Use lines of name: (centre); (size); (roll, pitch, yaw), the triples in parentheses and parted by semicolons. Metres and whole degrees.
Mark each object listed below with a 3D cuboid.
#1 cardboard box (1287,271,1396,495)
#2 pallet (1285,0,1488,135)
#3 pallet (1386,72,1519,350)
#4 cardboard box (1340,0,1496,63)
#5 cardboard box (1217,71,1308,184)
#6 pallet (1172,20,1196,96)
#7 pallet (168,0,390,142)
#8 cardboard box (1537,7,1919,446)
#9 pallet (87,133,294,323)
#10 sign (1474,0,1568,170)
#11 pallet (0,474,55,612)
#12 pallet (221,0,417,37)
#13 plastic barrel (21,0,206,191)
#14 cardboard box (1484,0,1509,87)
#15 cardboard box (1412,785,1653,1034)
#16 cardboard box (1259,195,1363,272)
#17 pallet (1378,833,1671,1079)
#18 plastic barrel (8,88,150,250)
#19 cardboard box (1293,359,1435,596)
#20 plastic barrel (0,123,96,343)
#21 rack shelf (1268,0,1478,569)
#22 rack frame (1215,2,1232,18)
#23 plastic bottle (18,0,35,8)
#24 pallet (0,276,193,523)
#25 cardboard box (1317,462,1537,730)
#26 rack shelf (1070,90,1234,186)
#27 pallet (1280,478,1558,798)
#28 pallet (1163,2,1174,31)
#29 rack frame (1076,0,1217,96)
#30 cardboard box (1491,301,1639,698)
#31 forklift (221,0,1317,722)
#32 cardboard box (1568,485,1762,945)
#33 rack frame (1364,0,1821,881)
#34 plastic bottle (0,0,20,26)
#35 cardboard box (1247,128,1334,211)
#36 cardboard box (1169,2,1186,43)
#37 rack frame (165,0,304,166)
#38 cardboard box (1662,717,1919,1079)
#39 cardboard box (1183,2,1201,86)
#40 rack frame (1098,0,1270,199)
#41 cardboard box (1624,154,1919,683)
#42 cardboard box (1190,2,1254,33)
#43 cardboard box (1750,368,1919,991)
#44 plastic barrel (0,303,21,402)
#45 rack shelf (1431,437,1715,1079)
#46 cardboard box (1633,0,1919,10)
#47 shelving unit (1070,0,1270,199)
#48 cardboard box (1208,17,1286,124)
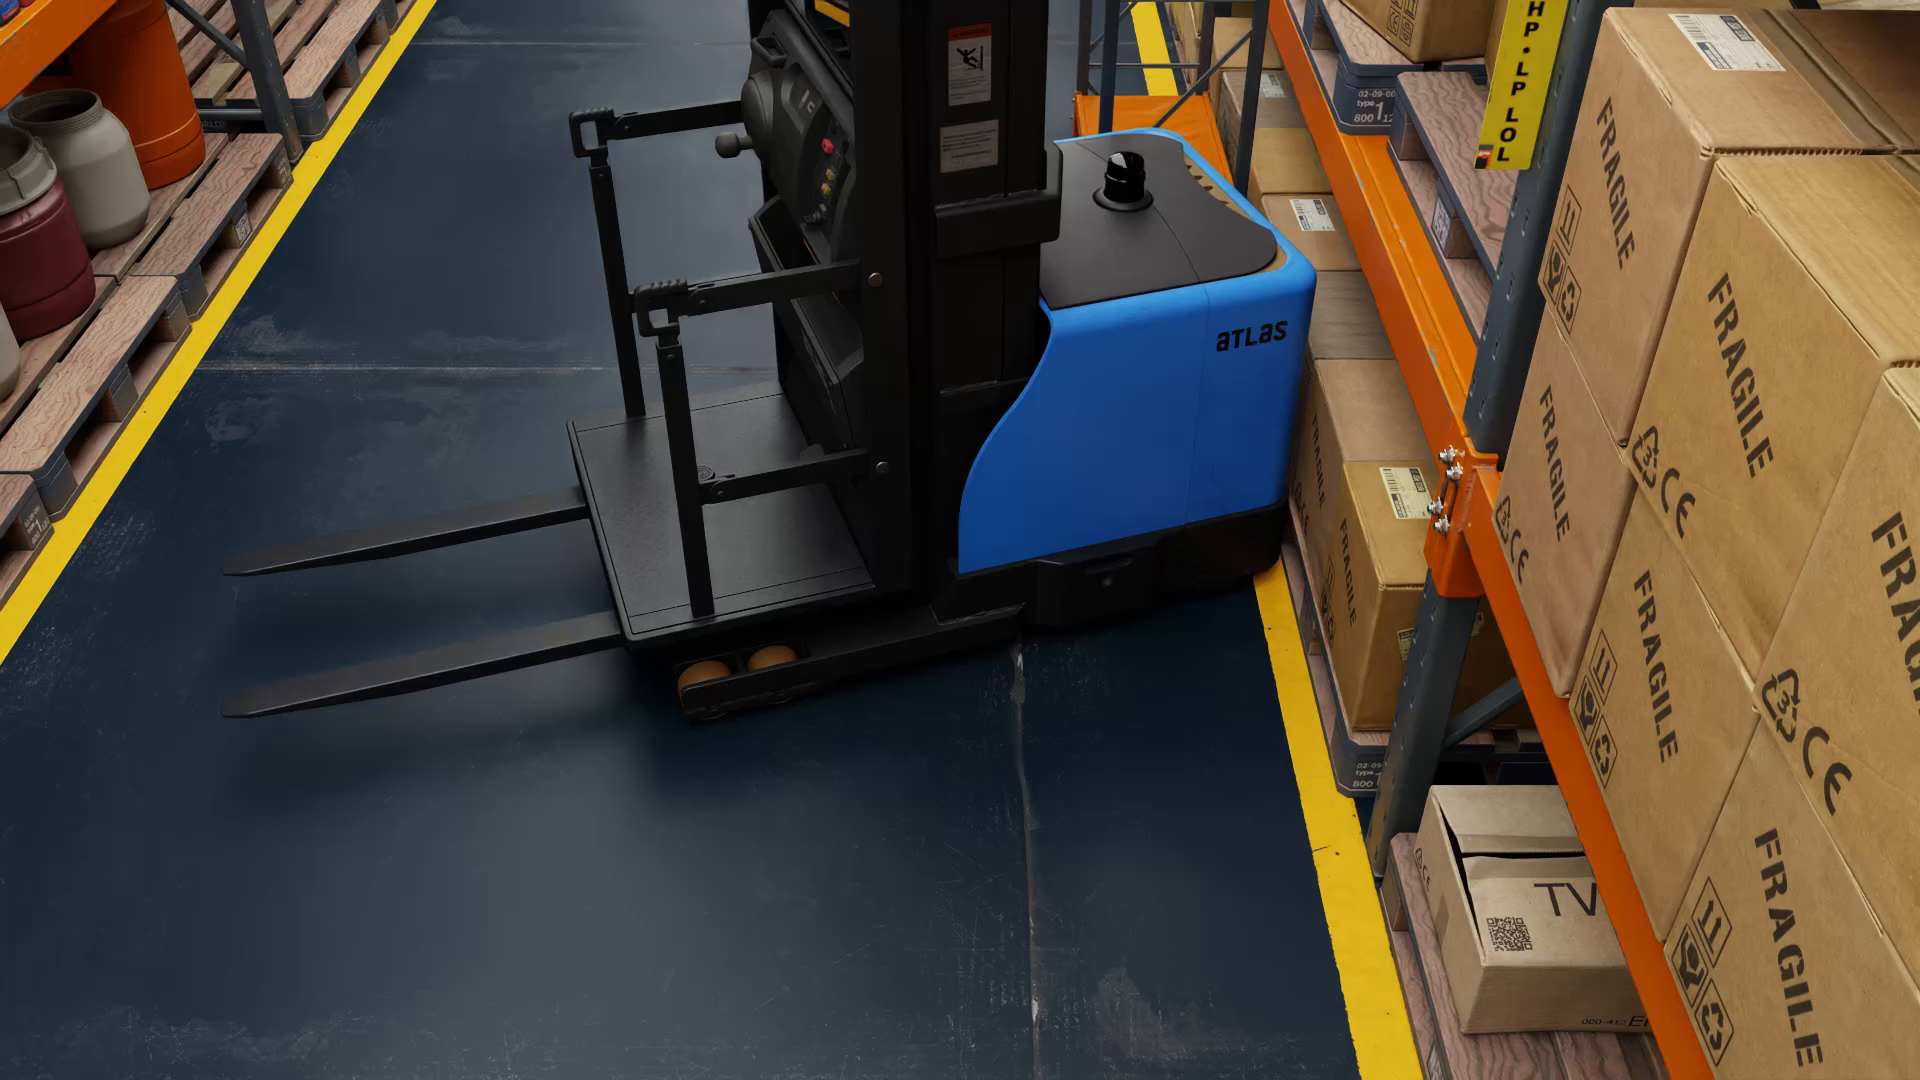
cardboard box: (1.261, -0.481, 5.099); (0.500, 0.500, 0.500); (0, 39, 1)
pallet: (1.543, -1.564, 4.957); (1.003, 0.211, 1.213); (0, 39, 0)
pallet: (1.649, -0.779, 3.976); (1.003, 0.211, 1.213); (0, 39, 0)
cardboard box: (1.477, -1.661, 4.509); (0.700, 0.500, 0.500); (-9, 40, -11)
cardboard box: (1.257, -1.439, 6.294); (0.500, 0.500, 0.500); (-1, 39, -2)
pallet: (1.574, -2.282, 7.929); (1.003, 0.211, 1.213); (0, 39, 0)
pallet: (-3.379, -2.250, 7.889); (1.003, 0.211, 1.213); (0, 39, 0)
cardboard box: (1.260, -0.488, 2.581); (0.500, 0.500, 0.500); (1, 39, 1)
pallet: (-3.375, -1.273, 6.669); (1.003, 0.211, 1.213); (0, 39, 0)
sign: (0.986, -0.803, 2.927); (0.100, 0.325, 0.005); (0, 39, 0)
pallet: (-3.372, 0.253, 4.765); (1.003, 0.211, 1.213); (0, 39, 0)
pallet: (-3.378, -3.011, 8.839); (1.003, 0.211, 1.213); (0, 39, 0)
plastic barrel: (-3.400, -1.865, 6.578); (0.600, 0.830, 0.708); (0, 39, 0)
cardboard box: (1.700, -1.283, 4.037); (0.700, 0.500, 0.500); (6, 39, 7)
cardboard box: (1.325, 0.786, 3.668); (0.500, 0.311, 0.500); (0, 39, 0)
cardboard box: (1.258, -0.799, 5.496); (0.500, 0.500, 0.500); (-1, 39, -2)
pallet: (1.541, 1.164, 3.629); (1.003, 0.211, 1.213); (0, 39, 0)
plastic barrel: (-3.310, -1.388, 6.237); (0.421, 0.512, 0.421); (0, 39, 0)
cardboard box: (1.261, -0.167, 4.707); (0.500, 0.500, 0.500); (0, 39, 0)
plastic barrel: (-3.398, -1.065, 5.772); (0.600, 0.588, 0.708); (0, 39, 0)
rack shelf: (1.538, -1.324, 5.078); (1.077, 0.370, 4.000); (0, 39, 0)
rack frame: (1.536, -2.855, 6.414); (1.000, 3.000, 0.127); (0, 39, 0)
plastic bottle: (-2.989, -1.841, 5.242); (0.061, 0.283, 0.133); (0, 39, 0)
pallet: (-3.376, -0.512, 5.720); (1.003, 0.211, 1.213); (0, 39, 0)
cardboard box: (1.254, 0.142, 4.322); (0.500, 0.500, 0.500); (0, 39, 0)
rack shelf: (0.695, -1.328, 5.996); (0.538, 0.185, 1.000); (0, 39, 0)
pallet: (1.502, 0.226, 4.799); (1.003, 0.211, 1.213); (0, 39, 0)
pallet: (1.576, -3.043, 8.878); (1.003, 0.211, 1.213); (0, 39, 0)
rack frame: (0.693, -1.787, 6.280); (0.500, 1.500, 0.032); (0, 39, 0)
cardboard box: (1.269, -0.074, 2.863); (0.500, 0.500, 0.500); (1, 39, 1)
forklift: (-0.595, -1.016, 4.174); (3.031, 2.935, 1.130); (-12, 40, -15)
cardboard box: (1.273, 0.246, 2.464); (0.500, 0.500, 0.500); (1, 39, 1)
rack frame: (1.541, -0.354, 3.293); (1.000, 3.000, 0.127); (0, 39, 0)
plastic bottle: (-3.030, -1.768, 5.097); (0.144, 0.351, 0.185); (0, 39, 0)
cardboard box: (1.253, -1.125, 5.903); (0.500, 0.500, 0.500); (-1, 39, -1)
cardboard box: (1.287, -2.597, 7.955); (0.500, 0.250, 0.500); (0, 39, -1)
rack frame: (-3.417, -2.854, 6.413); (1.000, 3.000, 0.127); (0, 39, 0)
cardboard box: (1.271, 0.559, 2.074); (0.500, 0.500, 0.500); (0, 39, 0)
cardboard box: (1.292, -2.275, 7.553); (0.500, 0.250, 0.500); (1, 39, 1)
rack frame: (0.696, -1.151, 5.487); (0.500, 1.500, 0.032); (0, 39, 0)
cardboard box: (1.261, -0.165, 2.178); (0.500, 0.500, 0.500); (-1, 39, -1)
cardboard box: (1.289, -2.492, 7.376); (0.500, 0.311, 0.500); (1, 39, 1)
cardboard box: (1.261, 0.156, 1.777); (0.500, 0.500, 0.500); (-1, 39, -1)
plastic barrel: (-3.308, -0.682, 5.356); (0.421, 0.512, 0.421); (0, 39, 0)
rack shelf: (1.543, 1.178, 1.957); (1.077, 0.370, 4.000); (0, 39, 0)
cardboard box: (1.764, -0.853, 3.500); (0.700, 0.500, 0.500); (-13, 40, -15)
shelving unit: (0.695, -1.463, 5.876); (0.587, 1.500, 1.083); (0, 39, 0)
cardboard box: (1.251, -1.767, 6.703); (0.500, 0.500, 0.500); (2, 39, 2)
